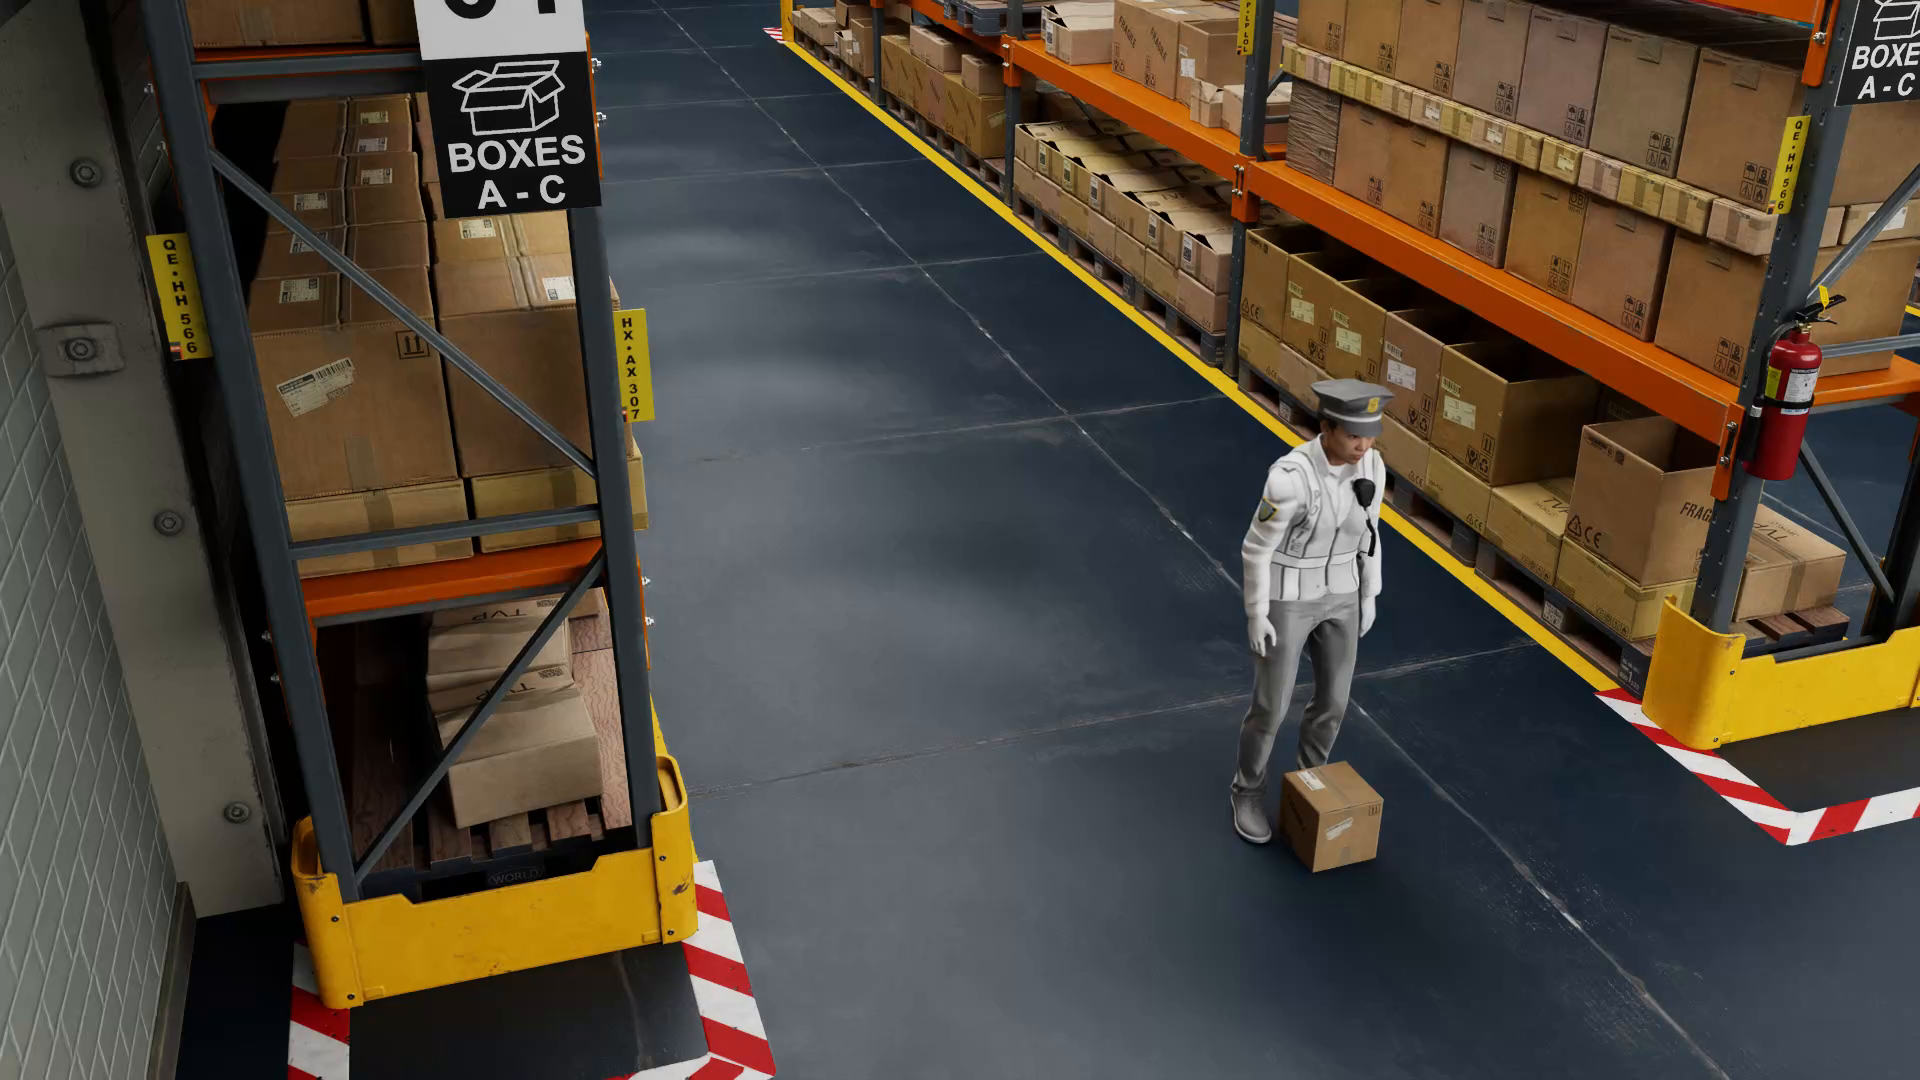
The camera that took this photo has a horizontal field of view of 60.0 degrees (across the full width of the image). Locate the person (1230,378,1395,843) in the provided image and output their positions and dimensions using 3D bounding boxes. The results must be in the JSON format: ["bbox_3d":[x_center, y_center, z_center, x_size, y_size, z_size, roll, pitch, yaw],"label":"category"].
[{"bbox_3d":[1.201,0.224,5.662,0.528,1.662,0.375,-9,28,-18],"label":"person"}]
